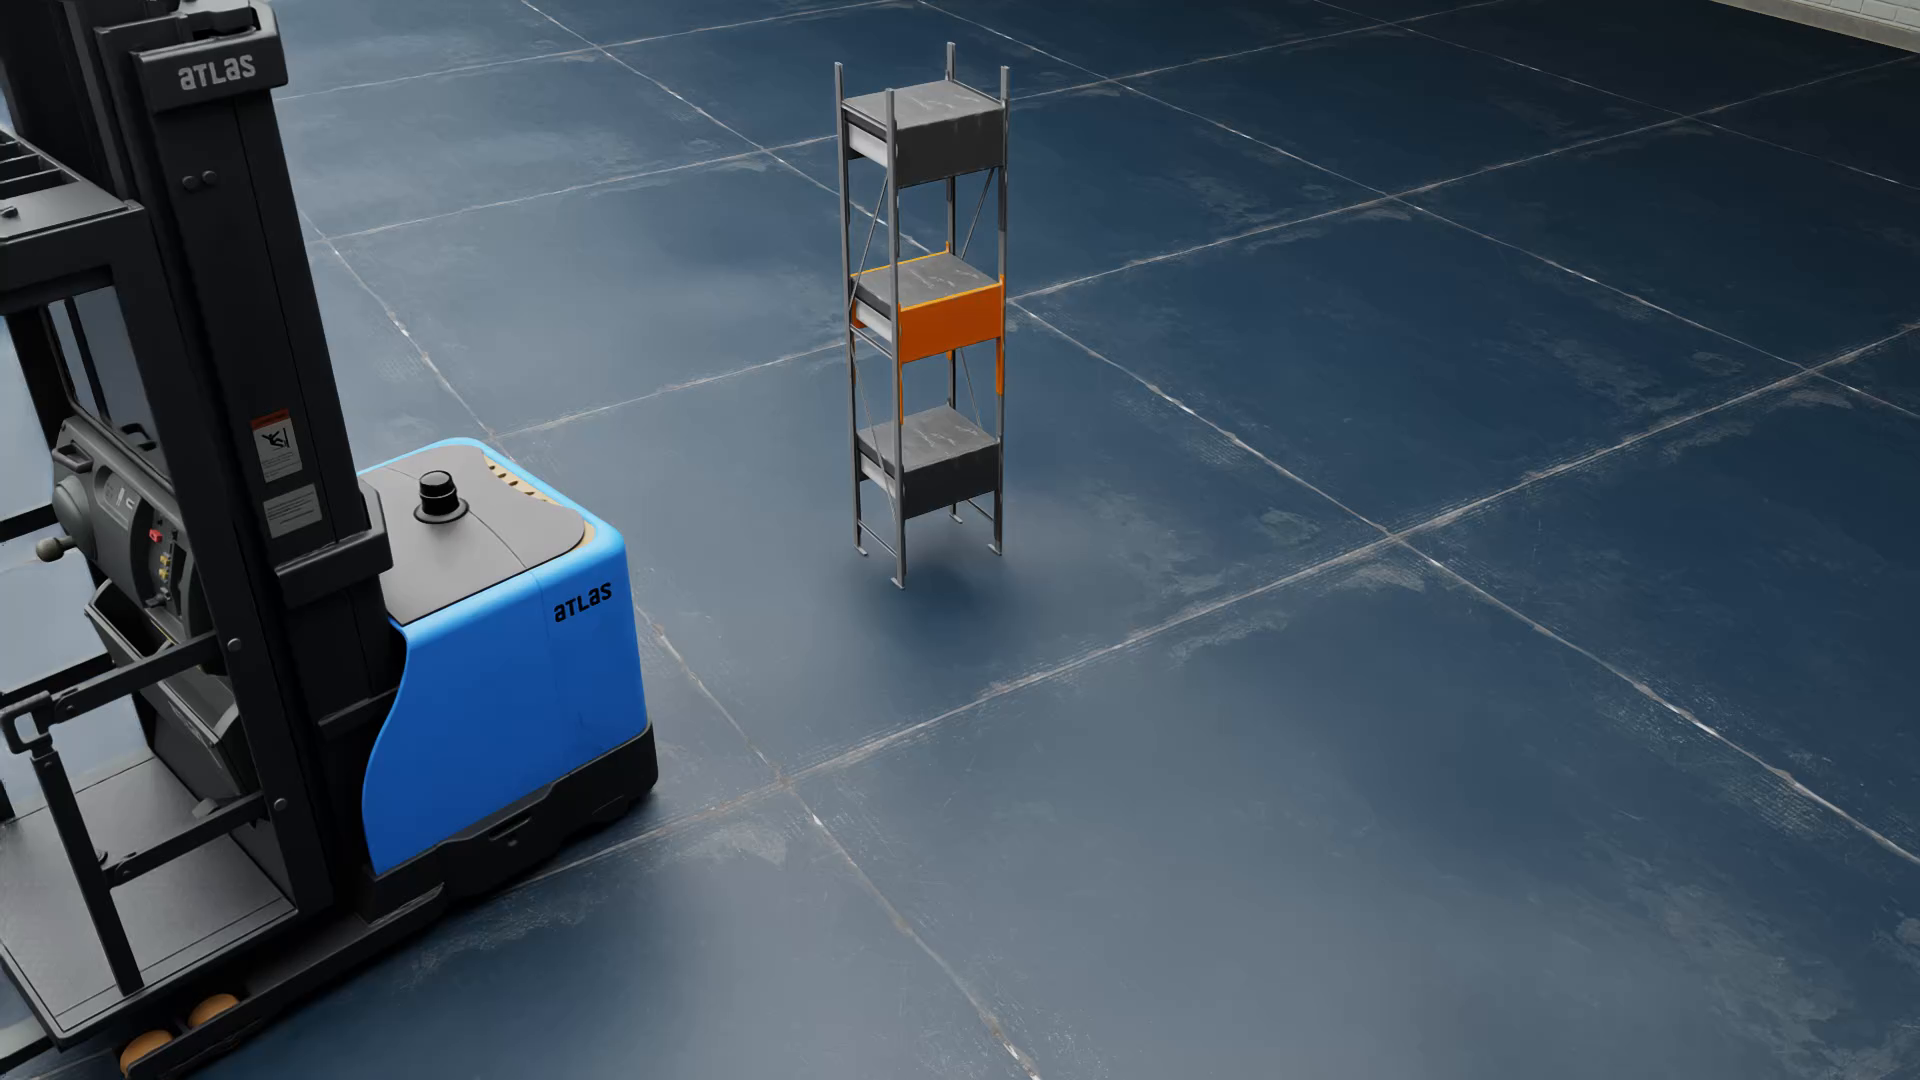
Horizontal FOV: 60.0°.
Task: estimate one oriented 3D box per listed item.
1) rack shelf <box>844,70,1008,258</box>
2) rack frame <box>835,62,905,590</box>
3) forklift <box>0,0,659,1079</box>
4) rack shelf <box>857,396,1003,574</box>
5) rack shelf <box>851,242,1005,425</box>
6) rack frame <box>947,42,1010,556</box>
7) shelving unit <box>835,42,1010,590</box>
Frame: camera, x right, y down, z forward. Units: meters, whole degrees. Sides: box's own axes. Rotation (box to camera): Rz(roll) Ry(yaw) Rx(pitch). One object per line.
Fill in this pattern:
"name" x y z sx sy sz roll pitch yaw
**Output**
"rack shelf" -0.139 -1.421 6.248 0.480 0.518 0.431 -19 37 -27
"rack frame" -0.344 -0.770 6.502 0.015 2.100 0.400 -19 37 -27
"forklift" -2.453 0.021 4.470 3.031 2.935 1.130 -28 42 -37
"rack shelf" -0.139 -0.237 6.995 0.480 0.518 0.431 -19 37 -27
"rack shelf" -0.139 -0.829 6.621 0.480 0.518 0.431 -19 37 -27
"rack frame" 0.066 -0.911 6.726 0.015 2.100 0.400 -19 37 -27
"shelving unit" -0.139 -0.840 6.614 0.503 2.100 0.431 -19 37 -27
